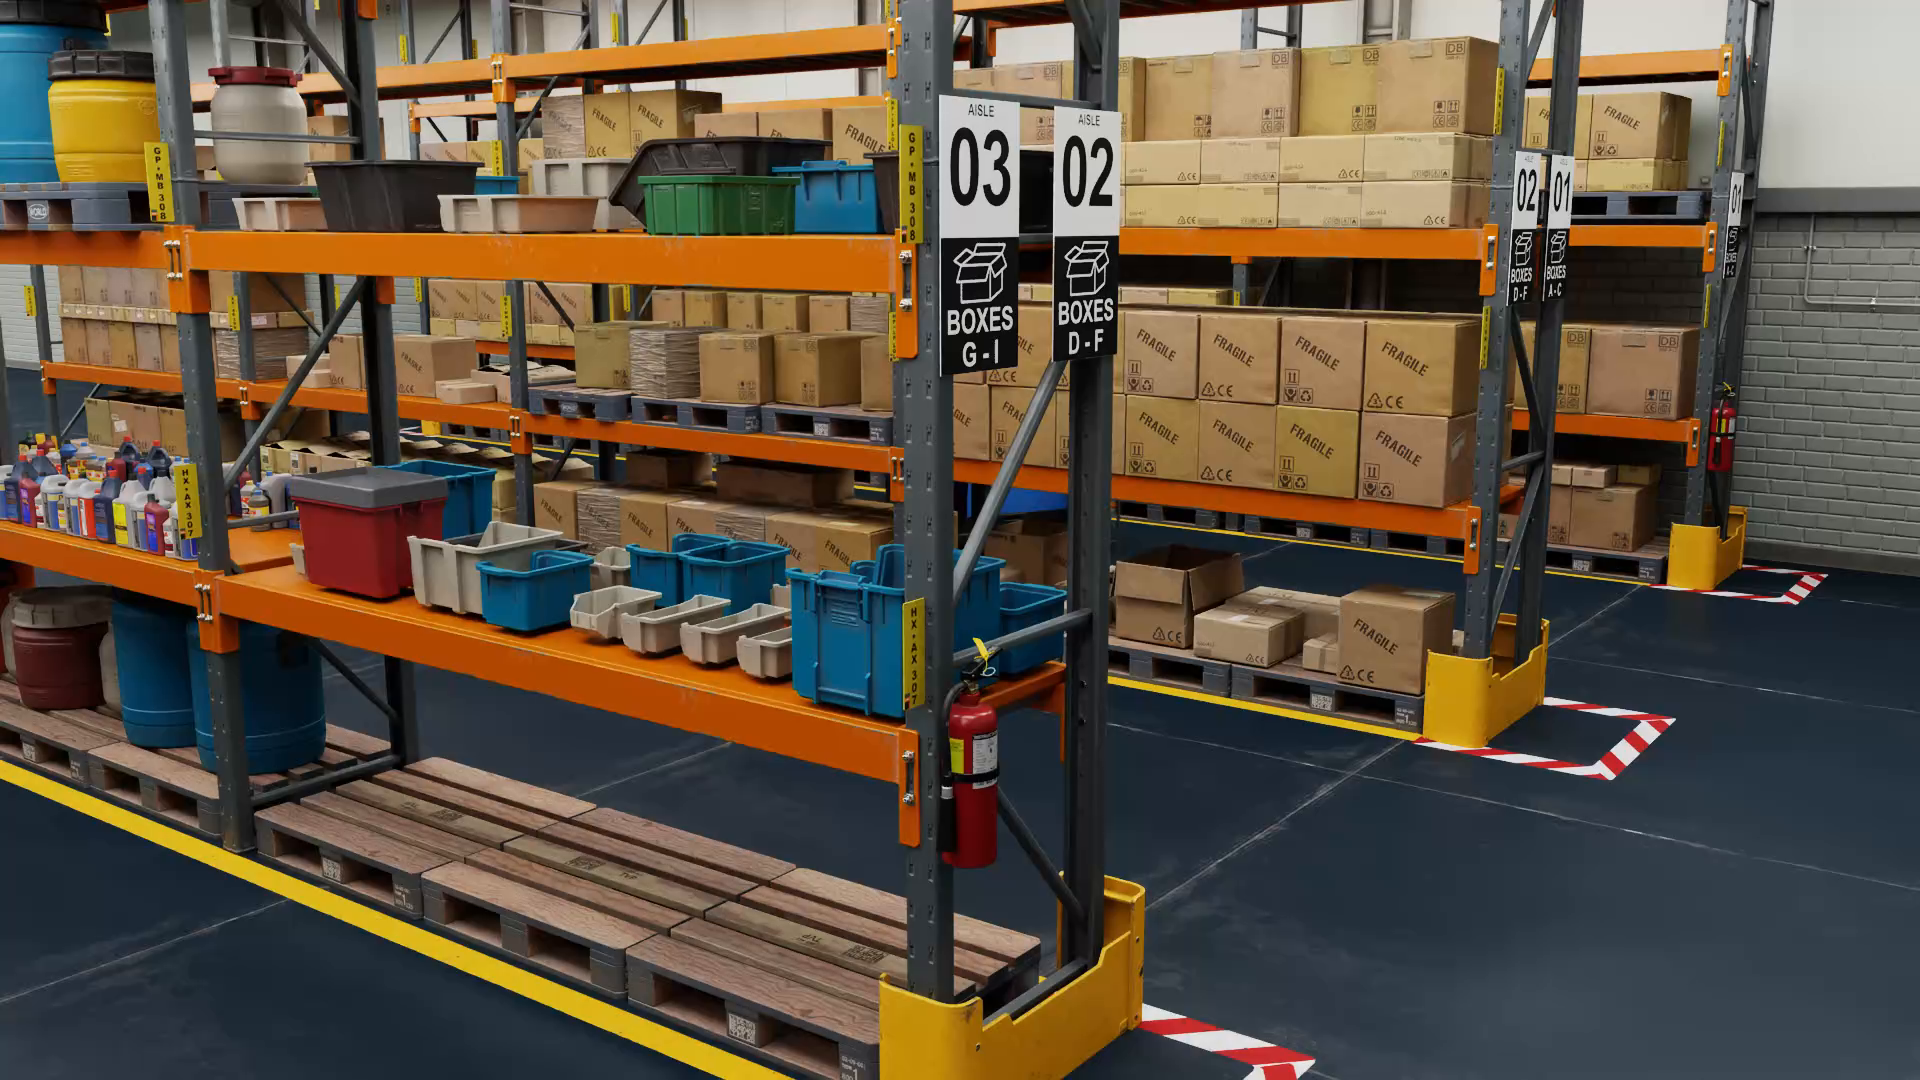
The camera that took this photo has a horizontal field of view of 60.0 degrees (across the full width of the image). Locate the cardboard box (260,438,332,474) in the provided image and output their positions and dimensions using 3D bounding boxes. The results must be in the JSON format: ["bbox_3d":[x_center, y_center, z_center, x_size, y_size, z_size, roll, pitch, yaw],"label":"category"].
[{"bbox_3d":[-6.376,-0.820,16.029,0.500,0.311,0.500,8,14,36],"label":"cardboard box"}]

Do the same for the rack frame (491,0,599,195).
[{"bbox_3d":[-3.337,-4.269,13.404,0.127,3.000,1.000,8,13,36],"label":"rack frame"}]

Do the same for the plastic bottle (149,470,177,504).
[{"bbox_3d":[-3.898,-0.167,8.126,0.185,0.351,0.144,8,13,36],"label":"plastic bottle"}]

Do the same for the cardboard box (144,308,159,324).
[{"bbox_3d":[-8.146,-2.311,17.107,0.250,0.149,0.380,8,14,37],"label":"cardboard box"}]

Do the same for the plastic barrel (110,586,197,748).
[{"bbox_3d":[-4.048,0.565,8.632,0.708,0.901,0.600,8,13,36],"label":"plastic barrel"}]

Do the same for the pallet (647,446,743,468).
[{"bbox_3d":[-3.004,-1.076,20.034,1.213,0.211,1.003,8,13,36],"label":"pallet"}]

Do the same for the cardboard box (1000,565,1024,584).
[{"bbox_3d":[0.097,0.311,11.448,0.500,0.311,0.500,8,13,36],"label":"cardboard box"}]

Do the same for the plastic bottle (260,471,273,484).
[{"bbox_3d":[-3.568,-0.221,8.616,0.097,0.271,0.097,0,11,0],"label":"plastic bottle"}]

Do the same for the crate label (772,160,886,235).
[{"bbox_3d":[-0.377,-1.219,5.928,0.502,0.251,0.408,8,13,36],"label":"crate label"}]

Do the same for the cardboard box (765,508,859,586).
[{"bbox_3d":[-1.074,0.069,12.199,0.500,0.500,0.500,8,14,36],"label":"cardboard box"}]

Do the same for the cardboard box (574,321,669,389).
[{"bbox_3d":[-2.763,-1.525,13.648,0.500,0.500,0.700,3,11,17],"label":"cardboard box"}]

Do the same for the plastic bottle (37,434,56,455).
[{"bbox_3d":[-5.508,-0.502,10.036,0.133,0.283,0.061,8,13,36],"label":"plastic bottle"}]

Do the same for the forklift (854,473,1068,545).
[{"bbox_3d":[-0.566,-1.389,14.494,3.031,2.935,1.130,-5,12,-24],"label":"forklift"}]

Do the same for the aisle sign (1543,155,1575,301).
[{"bbox_3d":[3.339,-1.738,9.271,0.004,0.787,0.394,8,13,36],"label":"aisle sign"}]

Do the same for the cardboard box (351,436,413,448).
[{"bbox_3d":[-5.642,-0.846,16.161,0.500,0.311,0.500,8,14,37],"label":"cardboard box"}]

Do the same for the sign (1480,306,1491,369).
[{"bbox_3d":[2.766,-1.065,8.757,0.005,0.325,0.100,8,13,36],"label":"sign"}]

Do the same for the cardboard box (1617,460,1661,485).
[{"bbox_3d":[5.635,-0.560,13.796,0.250,0.149,0.380,8,14,36],"label":"cardboard box"}]

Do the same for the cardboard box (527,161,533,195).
[{"bbox_3d":[-2.966,-2.801,13.453,0.500,0.500,0.910,8,13,36],"label":"cardboard box"}]

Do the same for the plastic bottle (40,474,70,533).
[{"bbox_3d":[-4.554,-0.189,8.435,0.135,0.276,0.152,8,13,36],"label":"plastic bottle"}]

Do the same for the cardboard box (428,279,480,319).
[{"bbox_3d":[-6.649,-3.186,21.971,0.500,0.500,0.500,8,14,36],"label":"cardboard box"}]

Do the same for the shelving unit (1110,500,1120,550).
[{"bbox_3d":[1.221,-0.543,14.673,0.258,1.200,0.503,-2,11,-13],"label":"shelving unit"}]

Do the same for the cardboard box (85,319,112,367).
[{"bbox_3d":[-8.991,-2.159,18.031,0.500,0.500,0.700,8,14,37],"label":"cardboard box"}]

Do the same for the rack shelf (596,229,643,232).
[{"bbox_3d":[-1.725,-2.218,12.595,4.000,0.370,1.077,8,13,36],"label":"rack shelf"}]

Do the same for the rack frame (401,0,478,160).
[{"bbox_3d":[-6.856,-5.927,21.975,0.127,3.000,1.000,8,13,36],"label":"rack frame"}]

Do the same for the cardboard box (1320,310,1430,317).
[{"bbox_3d":[2.483,-1.112,9.985,0.500,0.500,0.500,8,14,36],"label":"cardboard box"}]

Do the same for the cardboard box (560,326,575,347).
[{"bbox_3d":[-4.590,-2.532,20.564,0.500,0.250,0.500,8,14,36],"label":"cardboard box"}]

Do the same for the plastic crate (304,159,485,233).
[{"bbox_3d":[-2.209,-1.343,6.520,0.590,0.269,0.497,8,13,36],"label":"plastic crate"}]

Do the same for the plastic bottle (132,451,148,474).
[{"bbox_3d":[-4.552,-0.355,9.273,0.133,0.283,0.061,8,13,36],"label":"plastic bottle"}]

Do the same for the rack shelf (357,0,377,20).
[{"bbox_3d":[-1.436,-2.287,6.106,4.000,0.370,1.077,8,13,36],"label":"rack shelf"}]

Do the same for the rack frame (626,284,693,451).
[{"bbox_3d":[-3.632,-2.532,20.221,0.127,3.000,1.000,8,13,36],"label":"rack frame"}]

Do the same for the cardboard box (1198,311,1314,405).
[{"bbox_3d":[1.761,-1.086,9.852,0.500,0.500,0.500,8,14,37],"label":"cardboard box"}]

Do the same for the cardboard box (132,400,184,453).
[{"bbox_3d":[-8.278,-1.184,17.411,0.500,0.500,0.500,8,13,36],"label":"cardboard box"}]

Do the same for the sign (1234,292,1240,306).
[{"bbox_3d":[2.502,-2.078,15.034,0.005,0.325,0.100,8,13,36],"label":"sign"}]

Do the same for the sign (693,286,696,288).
[{"bbox_3d":[-3.307,-3.186,20.552,0.005,0.325,0.100,8,13,36],"label":"sign"}]

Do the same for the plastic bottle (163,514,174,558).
[{"bbox_3d":[-3.667,-0.022,7.770,0.097,0.201,0.097,0,11,0],"label":"plastic bottle"}]

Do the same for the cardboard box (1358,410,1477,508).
[{"bbox_3d":[2.588,-0.482,9.360,0.500,0.500,0.500,8,14,37],"label":"cardboard box"}]

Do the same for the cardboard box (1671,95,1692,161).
[{"bbox_3d":[5.594,-3.324,13.471,0.500,0.500,0.500,7,13,33],"label":"cardboard box"}]

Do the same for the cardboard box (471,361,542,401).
[{"bbox_3d":[-3.944,-1.410,14.655,0.500,0.311,0.500,8,13,35],"label":"cardboard box"}]

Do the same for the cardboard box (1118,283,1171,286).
[{"bbox_3d":[1.766,-2.411,16.520,0.500,0.250,0.500,7,13,34],"label":"cardboard box"}]

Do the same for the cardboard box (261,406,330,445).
[{"bbox_3d":[-6.750,-1.098,16.966,0.500,0.500,0.500,8,13,36],"label":"cardboard box"}]

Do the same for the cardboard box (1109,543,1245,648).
[{"bbox_3d":[1.404,0.346,10.757,0.637,0.503,0.797,8,13,36],"label":"cardboard box"}]

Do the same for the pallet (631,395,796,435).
[{"bbox_3d":[-1.767,-1.011,12.866,1.213,0.211,1.003,8,13,36],"label":"pallet"}]

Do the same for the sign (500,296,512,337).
[{"bbox_3d":[-3.663,-1.807,13.423,0.005,0.325,0.100,8,13,36],"label":"sign"}]

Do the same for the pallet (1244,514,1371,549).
[{"bbox_3d":[3.382,-0.166,15.333,1.213,0.211,1.003,8,13,36],"label":"pallet"}]

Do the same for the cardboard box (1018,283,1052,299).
[{"bbox_3d":[0.644,-2.449,16.718,0.500,0.250,0.500,8,14,36],"label":"cardboard box"}]

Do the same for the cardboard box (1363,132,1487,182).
[{"bbox_3d":[2.546,-2.087,9.103,0.500,0.250,0.500,8,13,36],"label":"cardboard box"}]

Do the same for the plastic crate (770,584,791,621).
[{"bbox_3d":[-0.585,0.231,6.477,0.298,0.136,0.250,8,13,36],"label":"plastic crate"}]

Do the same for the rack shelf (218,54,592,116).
[{"bbox_3d":[-4.949,-3.944,14.673,4.000,0.370,1.077,8,13,36],"label":"rack shelf"}]

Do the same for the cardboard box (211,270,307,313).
[{"bbox_3d":[-6.923,-2.508,16.419,0.500,0.500,0.700,8,14,36],"label":"cardboard box"}]

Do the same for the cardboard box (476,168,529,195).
[{"bbox_3d":[-3.737,-2.971,13.882,0.500,0.250,0.500,7,13,31],"label":"cardboard box"}]

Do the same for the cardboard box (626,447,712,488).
[{"bbox_3d":[-2.397,-0.606,13.711,0.500,0.250,0.500,9,14,38],"label":"cardboard box"}]

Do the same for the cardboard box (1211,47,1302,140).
[{"bbox_3d":[1.868,-2.601,9.784,0.500,0.500,0.700,8,13,36],"label":"cardboard box"}]

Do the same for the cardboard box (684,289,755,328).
[{"bbox_3d":[-2.796,-2.671,19.516,0.500,0.500,0.700,10,15,41],"label":"cardboard box"}]

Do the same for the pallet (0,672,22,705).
[{"bbox_3d":[-5.612,0.886,9.896,1.213,0.211,1.003,8,13,36],"label":"pallet"}]
